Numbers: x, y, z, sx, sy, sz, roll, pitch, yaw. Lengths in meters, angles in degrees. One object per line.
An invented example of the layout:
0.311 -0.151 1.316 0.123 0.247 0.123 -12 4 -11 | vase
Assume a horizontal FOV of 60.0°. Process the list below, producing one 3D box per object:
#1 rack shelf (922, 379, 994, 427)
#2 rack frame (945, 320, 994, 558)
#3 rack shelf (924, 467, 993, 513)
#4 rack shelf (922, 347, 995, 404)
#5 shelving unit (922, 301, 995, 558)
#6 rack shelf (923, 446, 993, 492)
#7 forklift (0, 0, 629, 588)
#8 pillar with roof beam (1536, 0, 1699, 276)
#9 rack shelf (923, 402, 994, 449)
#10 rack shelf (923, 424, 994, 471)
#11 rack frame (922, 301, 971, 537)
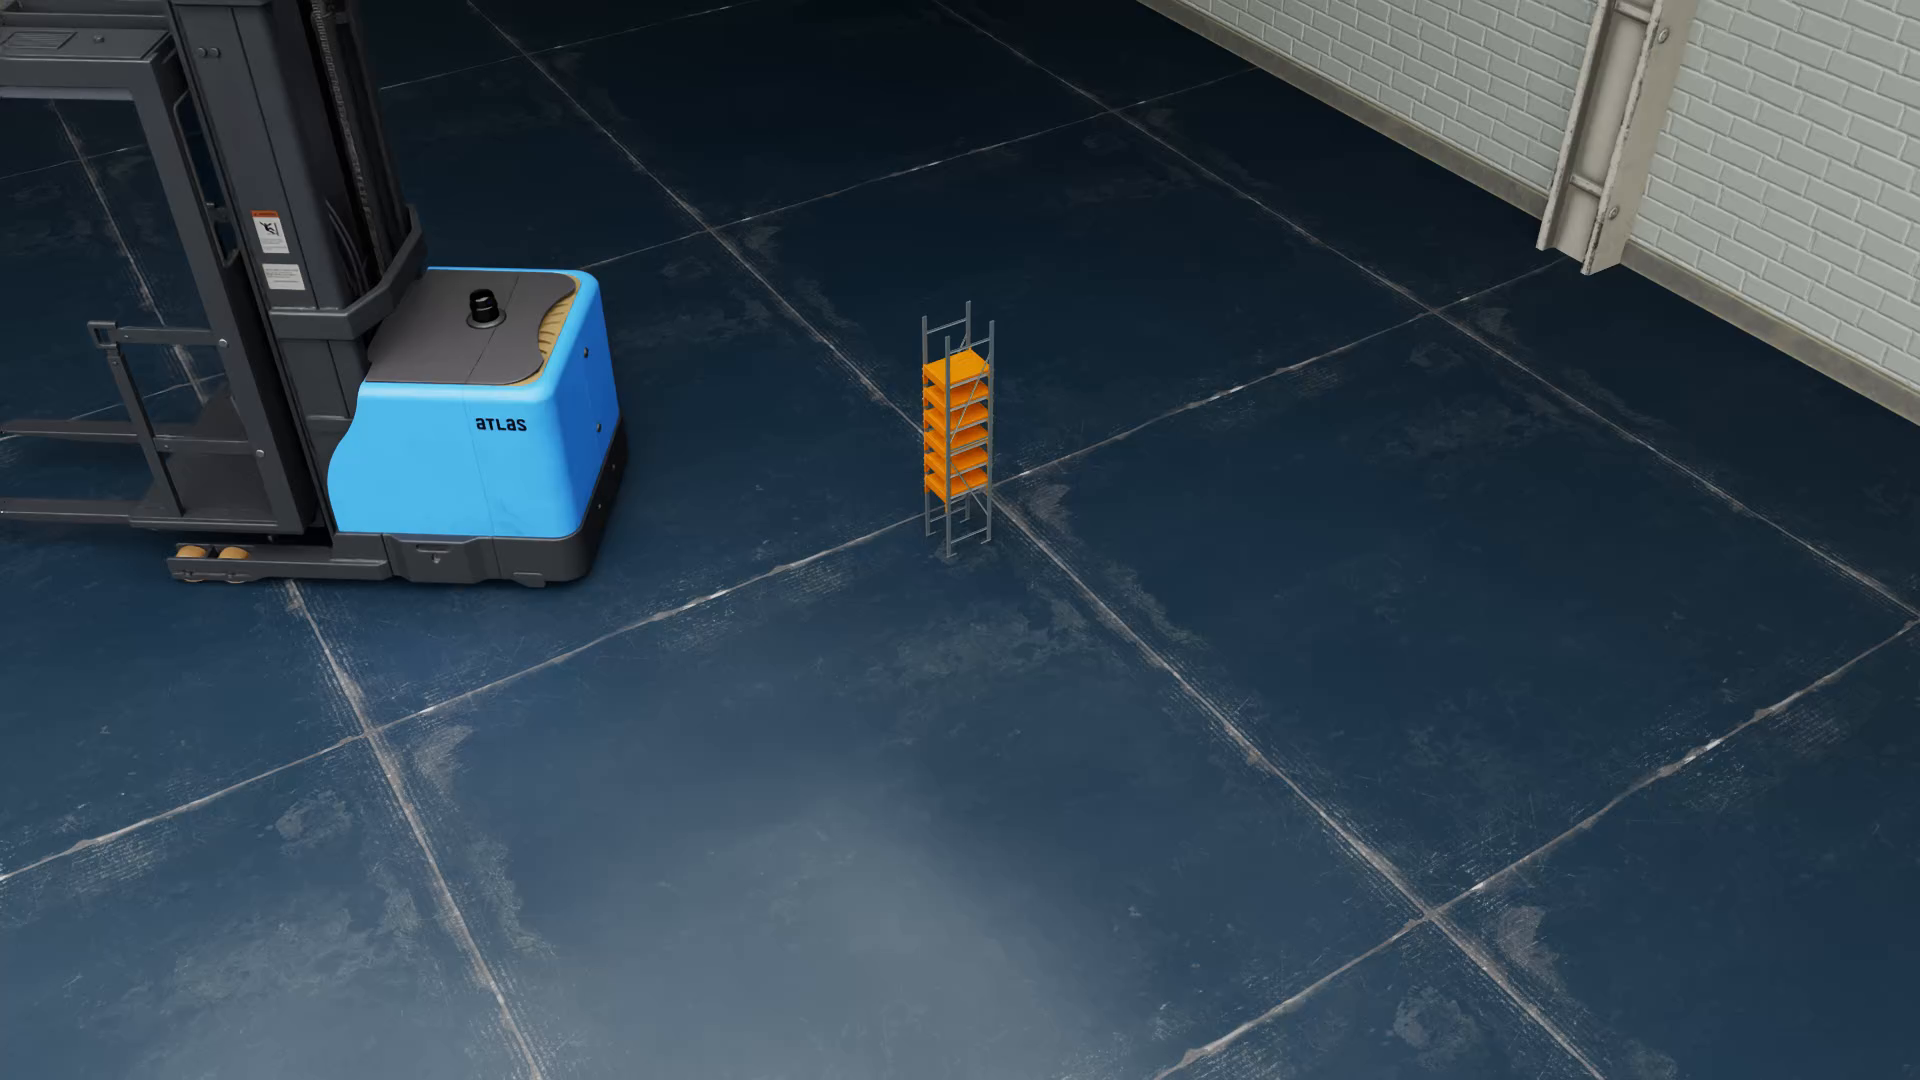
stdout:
-0.008 -0.619 7.250 0.258 0.103 0.180 -22 45 -24 | rack shelf
0.041 -0.419 7.316 0.240 1.200 0.006 -22 45 -24 | rack frame
-0.008 -0.250 7.557 0.258 0.103 0.180 -22 45 -24 | rack shelf
-0.008 -0.711 7.173 0.258 0.103 0.180 -22 45 -24 | rack shelf
-0.008 -0.469 7.375 0.258 1.200 0.189 -22 45 -24 | shelving unit
-0.008 -0.342 7.481 0.258 0.103 0.180 -22 45 -24 | rack shelf
-3.156 -1.266 6.980 3.031 2.935 1.130 2 40 2 | forklift
0.006 -3.656 5.108 9.100 9.000 0.400 -22 45 -24 | pillar with roof beam
-0.008 -0.527 7.327 0.258 0.103 0.180 -22 45 -24 | rack shelf
-0.008 -0.435 7.404 0.258 0.103 0.180 -22 45 -24 | rack shelf
-0.057 -0.518 7.435 0.240 1.200 0.006 -22 45 -24 | rack frame
